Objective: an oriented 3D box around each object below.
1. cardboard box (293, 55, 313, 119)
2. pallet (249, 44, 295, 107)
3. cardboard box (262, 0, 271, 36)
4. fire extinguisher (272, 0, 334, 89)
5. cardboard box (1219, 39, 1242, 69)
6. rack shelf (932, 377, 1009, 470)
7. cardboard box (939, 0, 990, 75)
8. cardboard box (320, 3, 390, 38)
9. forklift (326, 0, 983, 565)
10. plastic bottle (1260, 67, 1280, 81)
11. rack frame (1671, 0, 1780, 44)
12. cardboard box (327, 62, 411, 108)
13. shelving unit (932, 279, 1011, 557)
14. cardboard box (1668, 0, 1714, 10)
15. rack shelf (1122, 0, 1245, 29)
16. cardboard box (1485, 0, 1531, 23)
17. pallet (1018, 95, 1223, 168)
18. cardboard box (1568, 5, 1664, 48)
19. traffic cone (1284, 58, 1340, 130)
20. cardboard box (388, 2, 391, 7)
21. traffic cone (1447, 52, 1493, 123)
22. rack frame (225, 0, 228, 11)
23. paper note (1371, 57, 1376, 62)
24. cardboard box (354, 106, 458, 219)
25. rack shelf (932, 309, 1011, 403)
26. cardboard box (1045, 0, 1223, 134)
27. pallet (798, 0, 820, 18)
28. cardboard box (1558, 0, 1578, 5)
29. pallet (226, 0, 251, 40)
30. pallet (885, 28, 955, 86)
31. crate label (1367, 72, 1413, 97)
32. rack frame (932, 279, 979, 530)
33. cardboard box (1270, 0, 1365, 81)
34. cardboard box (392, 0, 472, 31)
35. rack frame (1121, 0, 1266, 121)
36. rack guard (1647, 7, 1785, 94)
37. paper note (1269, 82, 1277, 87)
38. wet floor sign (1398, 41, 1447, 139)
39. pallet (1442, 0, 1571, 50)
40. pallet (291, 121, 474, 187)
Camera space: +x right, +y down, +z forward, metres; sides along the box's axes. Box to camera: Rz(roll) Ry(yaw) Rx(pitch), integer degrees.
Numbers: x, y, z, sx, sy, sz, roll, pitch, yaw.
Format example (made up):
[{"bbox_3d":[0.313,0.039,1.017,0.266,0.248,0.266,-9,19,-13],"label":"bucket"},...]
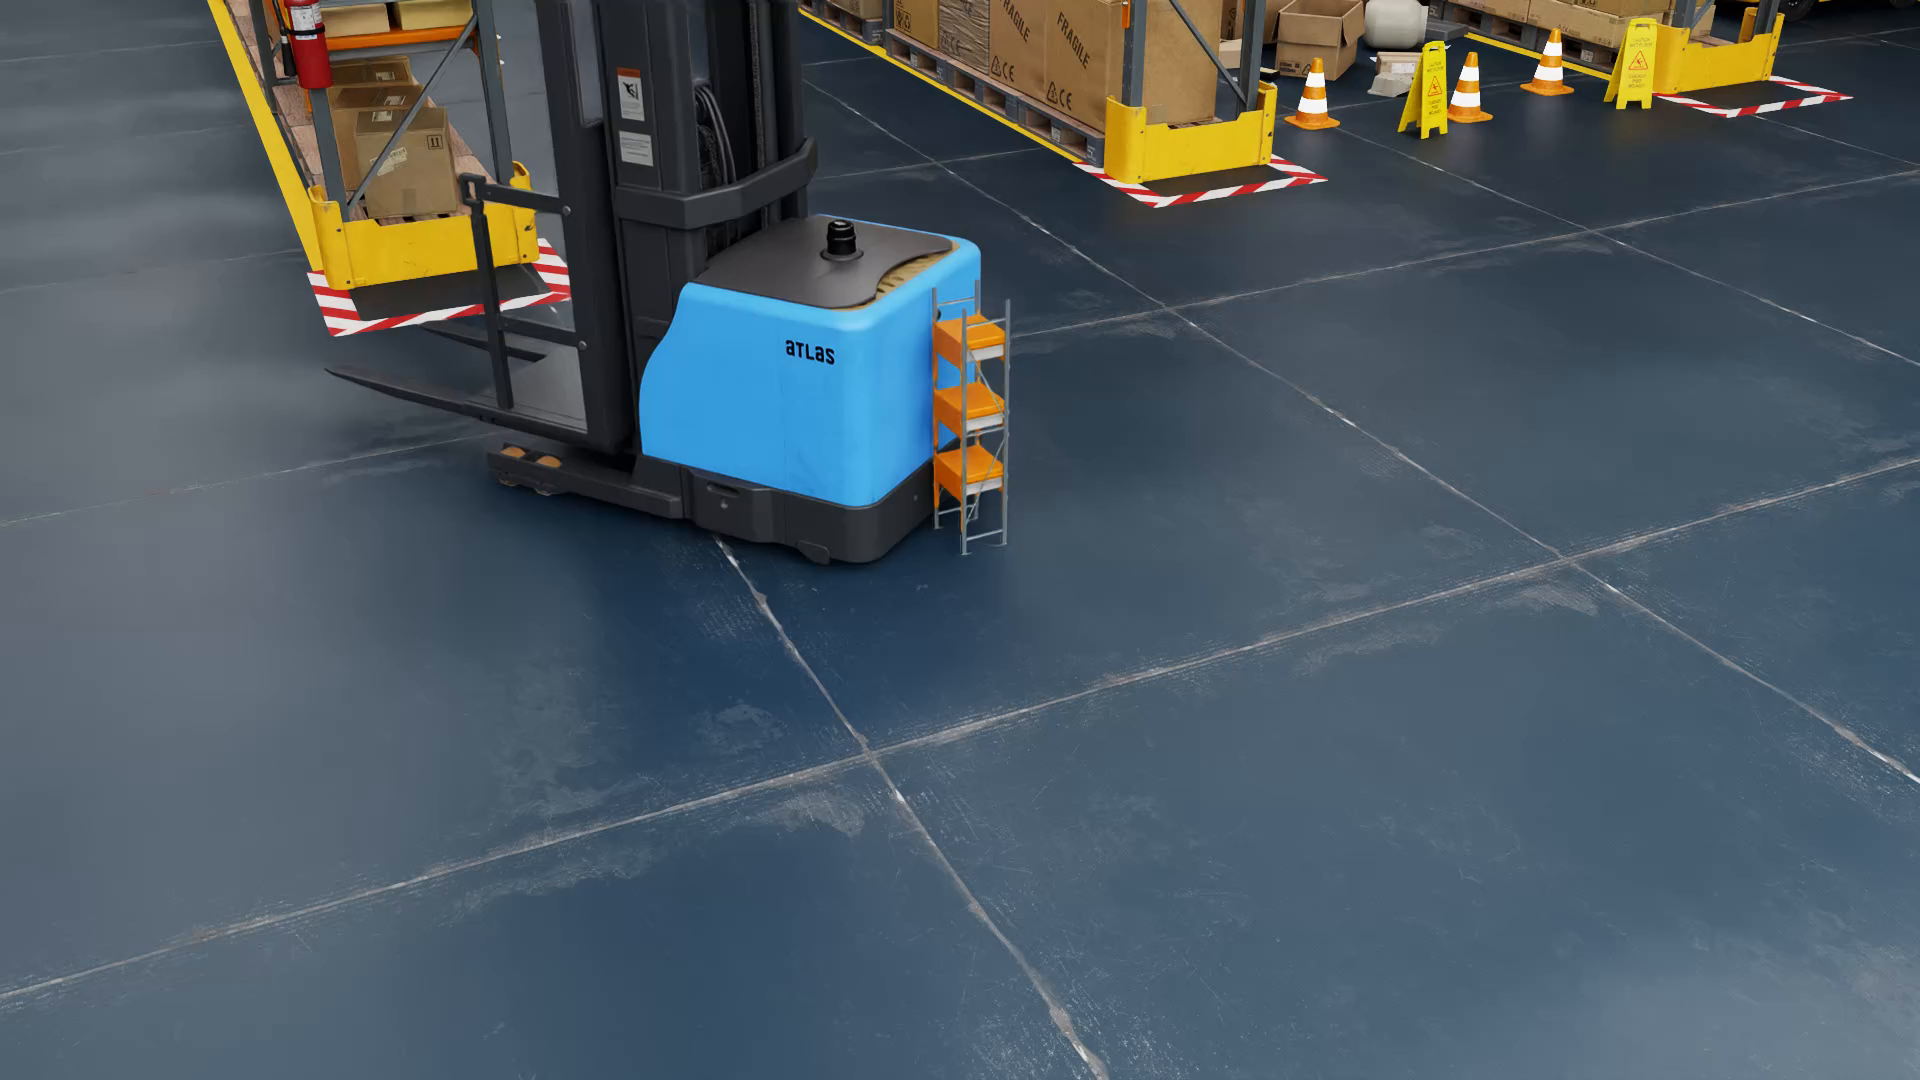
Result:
[{"bbox_3d":[-4.320,-3.271,11.642,0.500,0.500,0.500,-3,29,-6],"label":"cardboard box"},{"bbox_3d":[-5.044,-3.742,13.207,1.003,0.211,1.213,-13,32,-22],"label":"pallet"},{"bbox_3d":[-5.381,-4.453,13.731,0.700,0.500,0.500,-16,33,-26],"label":"cardboard box"},{"bbox_3d":[-3.358,-2.666,8.517,0.296,0.674,0.183,-13,32,-22],"label":"fire extinguisher"},{"bbox_3d":[2.216,-4.046,13.694,0.396,0.266,0.258,-8,30,-13],"label":"cardboard box"},{"bbox_3d":[0.041,-0.459,6.518,0.215,0.259,0.240,-14,32,-24],"label":"rack shelf"},{"bbox_3d":[0.412,-4.178,12.876,0.875,0.875,0.875,-13,32,-22],"label":"cardboard box"},{"bbox_3d":[-3.300,-2.820,8.970,0.380,0.149,0.250,-13,32,-22],"label":"cardboard box"},{"bbox_3d":[-1.449,-1.679,6.747,3.031,2.935,1.130,14,32,24],"label":"forklift"},{"bbox_3d":[2.426,-3.764,13.399,0.283,0.061,0.133,26,38,38],"label":"plastic bottle"},{"bbox_3d":[5.959,-4.928,12.472,1.000,3.000,0.127,-13,32,-22],"label":"rack frame"},{"bbox_3d":[-3.783,-2.757,10.726,0.500,0.500,0.500,-10,31,-17],"label":"cardboard box"},{"bbox_3d":[0.041,-0.469,6.512,0.215,1.050,0.252,-14,32,-24],"label":"shelving unit"},{"bbox_3d":[5.852,-4.664,13.616,0.500,0.500,0.500,-14,32,-24],"label":"cardboard box"},{"bbox_3d":[0.673,-4.414,12.290,1.077,0.370,4.000,-13,32,-22],"label":"rack shelf"},{"bbox_3d":[4.924,-4.673,14.399,0.500,0.250,0.500,-14,32,-24],"label":"cardboard box"},{"bbox_3d":[1.118,-2.965,11.821,1.003,0.211,1.213,-13,32,-22],"label":"pallet"},{"bbox_3d":[5.359,-4.223,13.596,0.500,0.250,0.500,-13,32,-22],"label":"cardboard box"},{"bbox_3d":[2.587,-3.270,12.109,0.336,0.463,0.334,-13,32,-22],"label":"traffic cone"},{"bbox_3d":[-3.082,-3.142,9.543,0.380,0.149,0.250,-13,32,-22],"label":"cardboard box"},{"bbox_3d":[3.753,-3.357,12.264,0.336,0.463,0.334,-13,32,-22],"label":"traffic cone"},{"bbox_3d":[-6.425,-6.381,15.063,1.000,3.000,0.127,-13,32,-22],"label":"rack frame"},{"bbox_3d":[3.527,-4.034,13.925,0.148,0.019,0.142,-3,29,-5],"label":"paper note"},{"bbox_3d":[-3.244,-2.220,9.768,0.500,0.500,0.500,-7,30,-13],"label":"cardboard box"},{"bbox_3d":[0.041,-0.707,6.379,0.215,0.259,0.240,-14,32,-24],"label":"rack shelf"},{"bbox_3d":[1.181,-3.386,11.465,0.875,0.875,0.875,-13,32,-22],"label":"cardboard box"},{"bbox_3d":[-1.112,-5.260,15.914,1.003,0.211,1.213,-13,32,-22],"label":"pallet"},{"bbox_3d":[5.153,-4.768,13.801,0.500,0.500,0.500,-12,31,-20],"label":"cardboard box"},{"bbox_3d":[-6.091,-4.819,15.129,1.003,0.211,1.213,-13,32,-22],"label":"pallet"},{"bbox_3d":[0.071,-4.043,13.743,1.003,0.211,1.213,-13,32,-22],"label":"pallet"},{"bbox_3d":[3.360,-3.550,12.940,0.298,0.136,0.250,19,34,30],"label":"crate label"},{"bbox_3d":[-0.016,-0.522,6.607,0.200,1.050,0.008,-14,32,-24],"label":"rack frame"},{"bbox_3d":[2.919,-4.084,13.518,0.637,0.503,0.797,13,32,21],"label":"cardboard box"},{"bbox_3d":[-2.898,-2.914,9.136,0.380,0.149,0.250,-13,32,-22],"label":"cardboard box"},{"bbox_3d":[1.532,-3.844,10.539,1.000,3.000,0.127,-13,32,-22],"label":"rack frame"},{"bbox_3d":[5.927,-3.871,13.143,1.175,0.500,0.348,-13,32,-22],"label":"rack guard"},{"bbox_3d":[2.410,-3.579,13.103,0.144,0.017,0.142,-3,29,-5],"label":"paper note"},{"bbox_3d":[3.333,-3.220,11.833,0.267,0.644,0.232,-19,35,-30],"label":"wet floor sign"},{"bbox_3d":[5.090,-4.650,14.827,1.003,0.211,1.213,-13,32,-22],"label":"pallet"},{"bbox_3d":[-3.860,-2.569,11.116,1.003,0.211,1.213,-13,32,-22],"label":"pallet"}]
